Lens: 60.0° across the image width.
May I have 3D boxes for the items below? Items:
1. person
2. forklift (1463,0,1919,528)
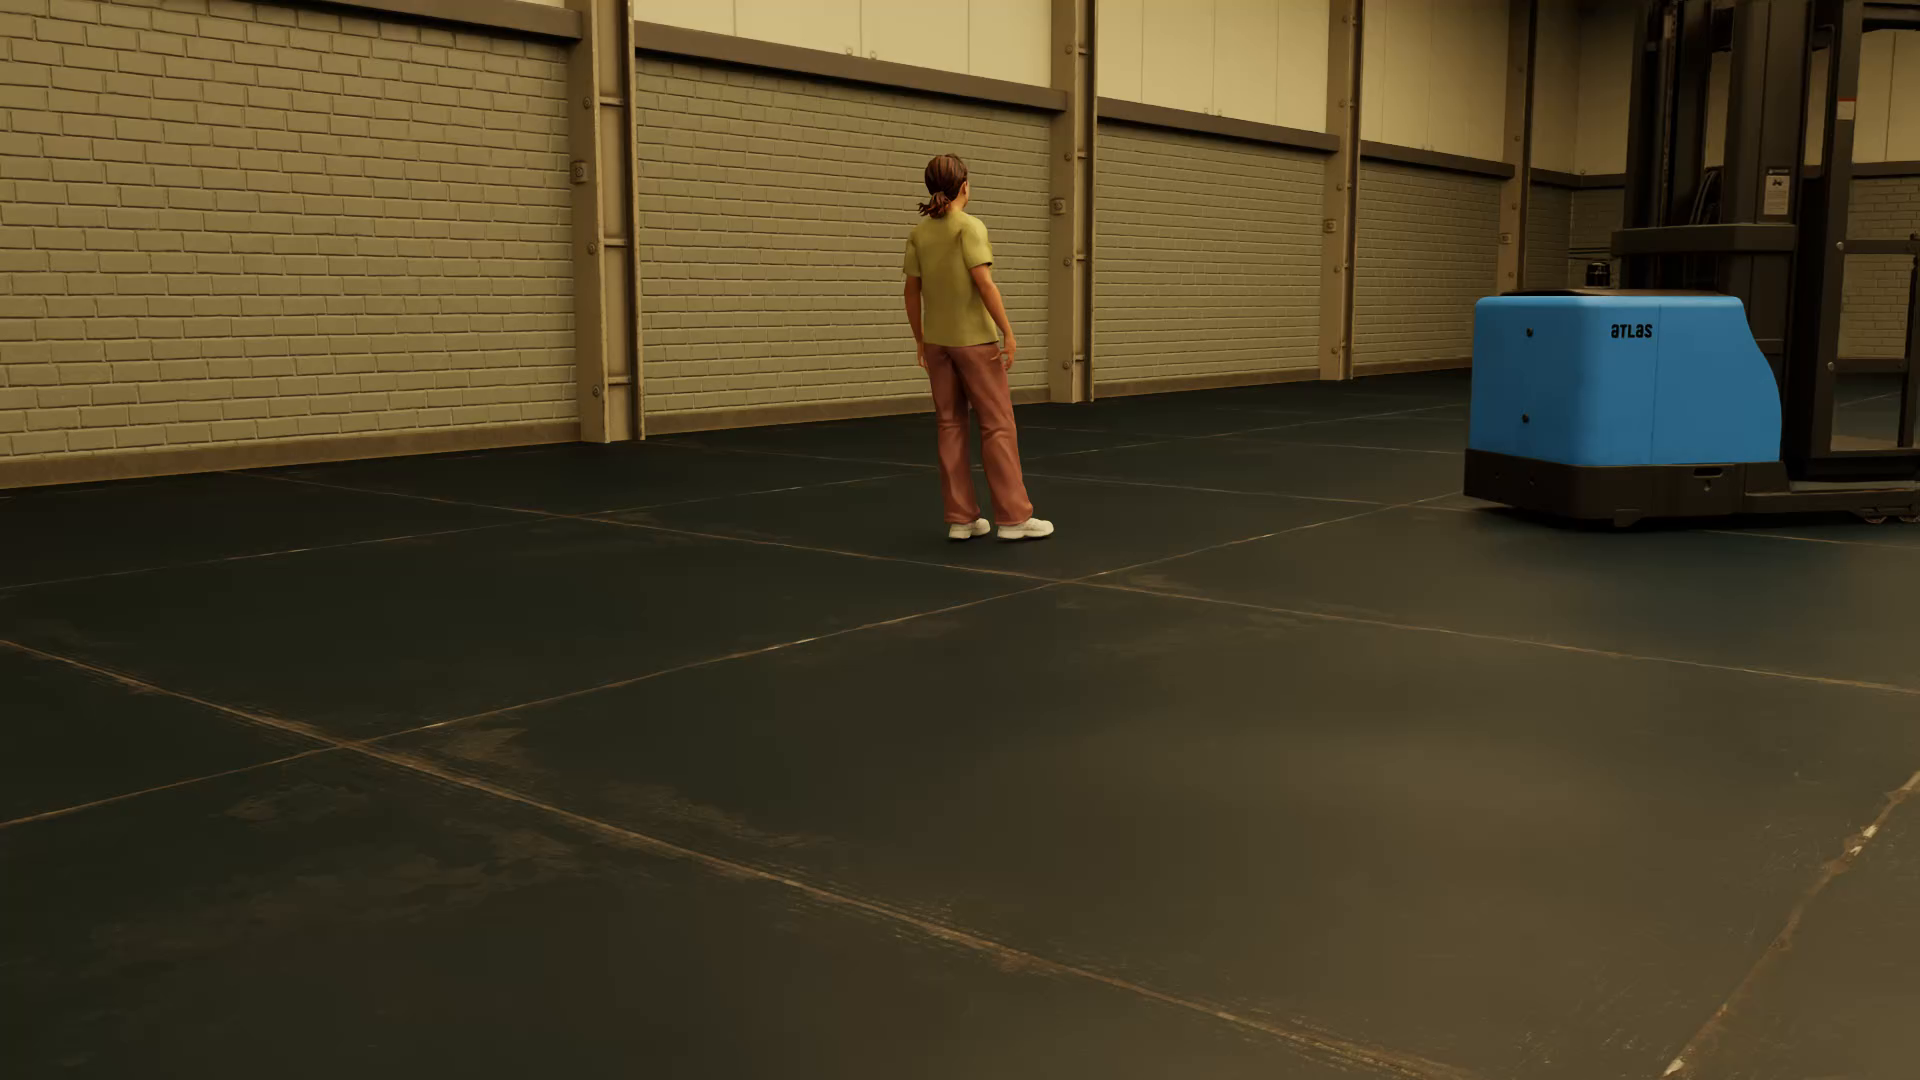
[{"bbox_3d":[0.056,-0.844,7.332,0.553,1.675,0.549,7,11,38],"label":"person"},{"bbox_3d":[4.139,-1.597,8.199,3.031,2.935,1.130,-2,9,-14],"label":"forklift"}]
